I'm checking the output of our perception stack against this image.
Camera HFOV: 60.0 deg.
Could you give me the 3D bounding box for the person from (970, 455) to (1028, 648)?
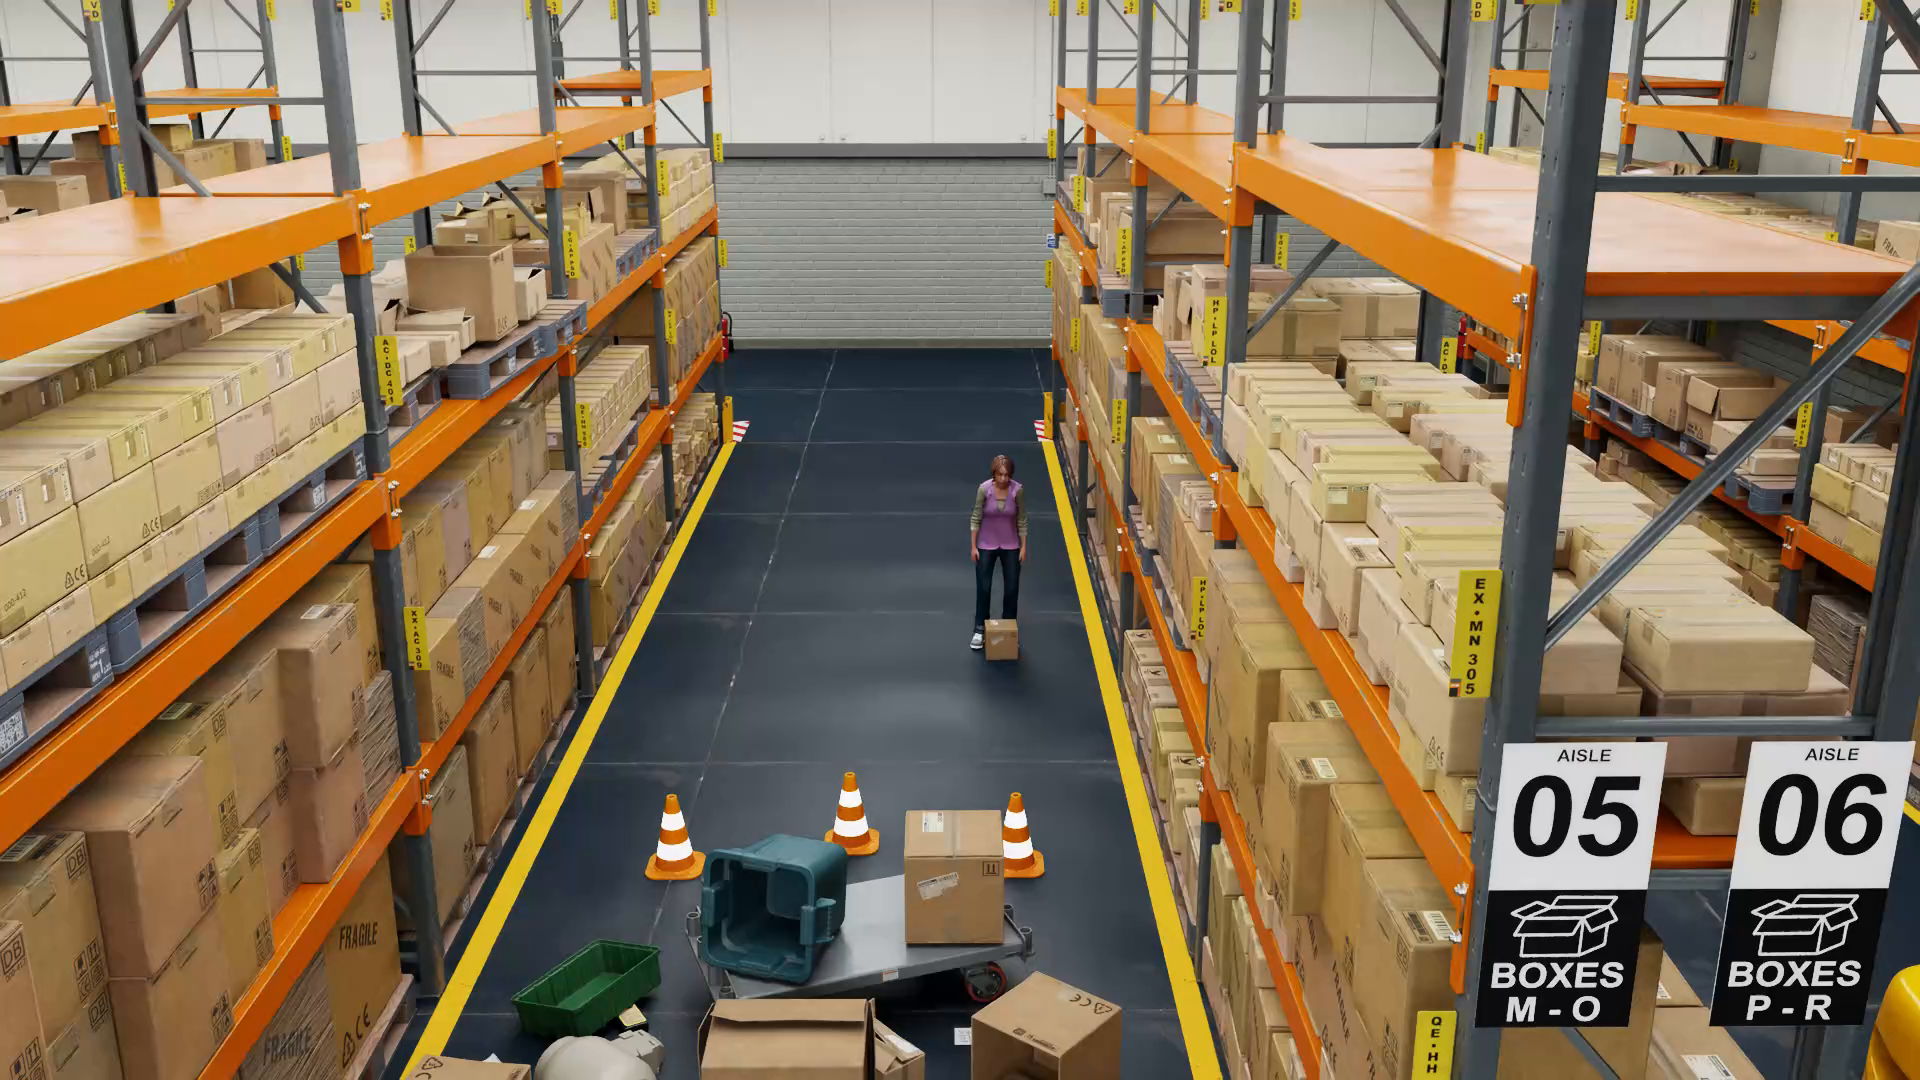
[{"bbox_3d":[0.312,0.082,13.306,0.462,1.591,0.343,-1,17,-3],"label":"person"}]
